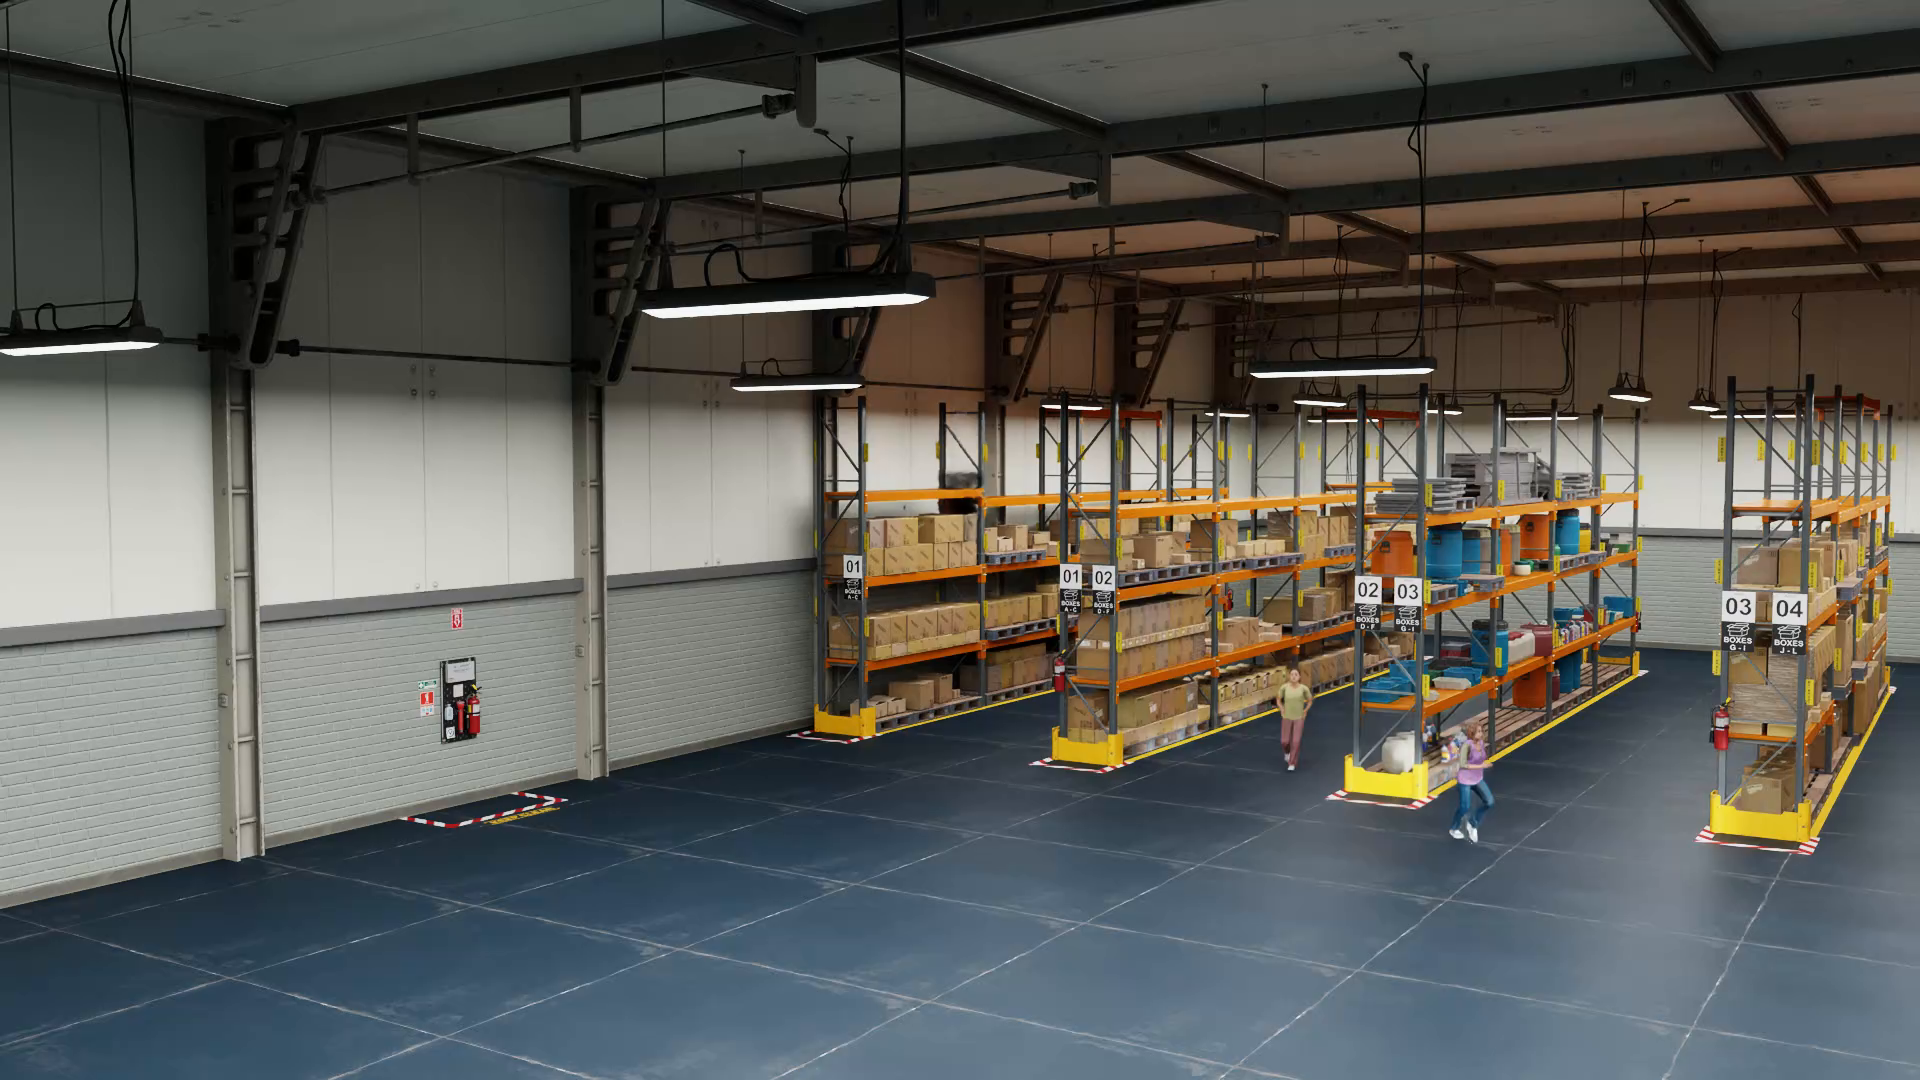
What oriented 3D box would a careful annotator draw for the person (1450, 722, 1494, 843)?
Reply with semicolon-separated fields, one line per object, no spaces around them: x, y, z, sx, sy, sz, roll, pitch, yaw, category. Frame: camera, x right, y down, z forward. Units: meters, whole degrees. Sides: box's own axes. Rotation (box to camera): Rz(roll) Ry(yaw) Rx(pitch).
6.526;3.090;21.191;0.566;1.538;0.740;-2;3;-30;person

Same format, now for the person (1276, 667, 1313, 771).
5.266;2.819;26.202;0.566;1.609;0.542;1;3;15;person
